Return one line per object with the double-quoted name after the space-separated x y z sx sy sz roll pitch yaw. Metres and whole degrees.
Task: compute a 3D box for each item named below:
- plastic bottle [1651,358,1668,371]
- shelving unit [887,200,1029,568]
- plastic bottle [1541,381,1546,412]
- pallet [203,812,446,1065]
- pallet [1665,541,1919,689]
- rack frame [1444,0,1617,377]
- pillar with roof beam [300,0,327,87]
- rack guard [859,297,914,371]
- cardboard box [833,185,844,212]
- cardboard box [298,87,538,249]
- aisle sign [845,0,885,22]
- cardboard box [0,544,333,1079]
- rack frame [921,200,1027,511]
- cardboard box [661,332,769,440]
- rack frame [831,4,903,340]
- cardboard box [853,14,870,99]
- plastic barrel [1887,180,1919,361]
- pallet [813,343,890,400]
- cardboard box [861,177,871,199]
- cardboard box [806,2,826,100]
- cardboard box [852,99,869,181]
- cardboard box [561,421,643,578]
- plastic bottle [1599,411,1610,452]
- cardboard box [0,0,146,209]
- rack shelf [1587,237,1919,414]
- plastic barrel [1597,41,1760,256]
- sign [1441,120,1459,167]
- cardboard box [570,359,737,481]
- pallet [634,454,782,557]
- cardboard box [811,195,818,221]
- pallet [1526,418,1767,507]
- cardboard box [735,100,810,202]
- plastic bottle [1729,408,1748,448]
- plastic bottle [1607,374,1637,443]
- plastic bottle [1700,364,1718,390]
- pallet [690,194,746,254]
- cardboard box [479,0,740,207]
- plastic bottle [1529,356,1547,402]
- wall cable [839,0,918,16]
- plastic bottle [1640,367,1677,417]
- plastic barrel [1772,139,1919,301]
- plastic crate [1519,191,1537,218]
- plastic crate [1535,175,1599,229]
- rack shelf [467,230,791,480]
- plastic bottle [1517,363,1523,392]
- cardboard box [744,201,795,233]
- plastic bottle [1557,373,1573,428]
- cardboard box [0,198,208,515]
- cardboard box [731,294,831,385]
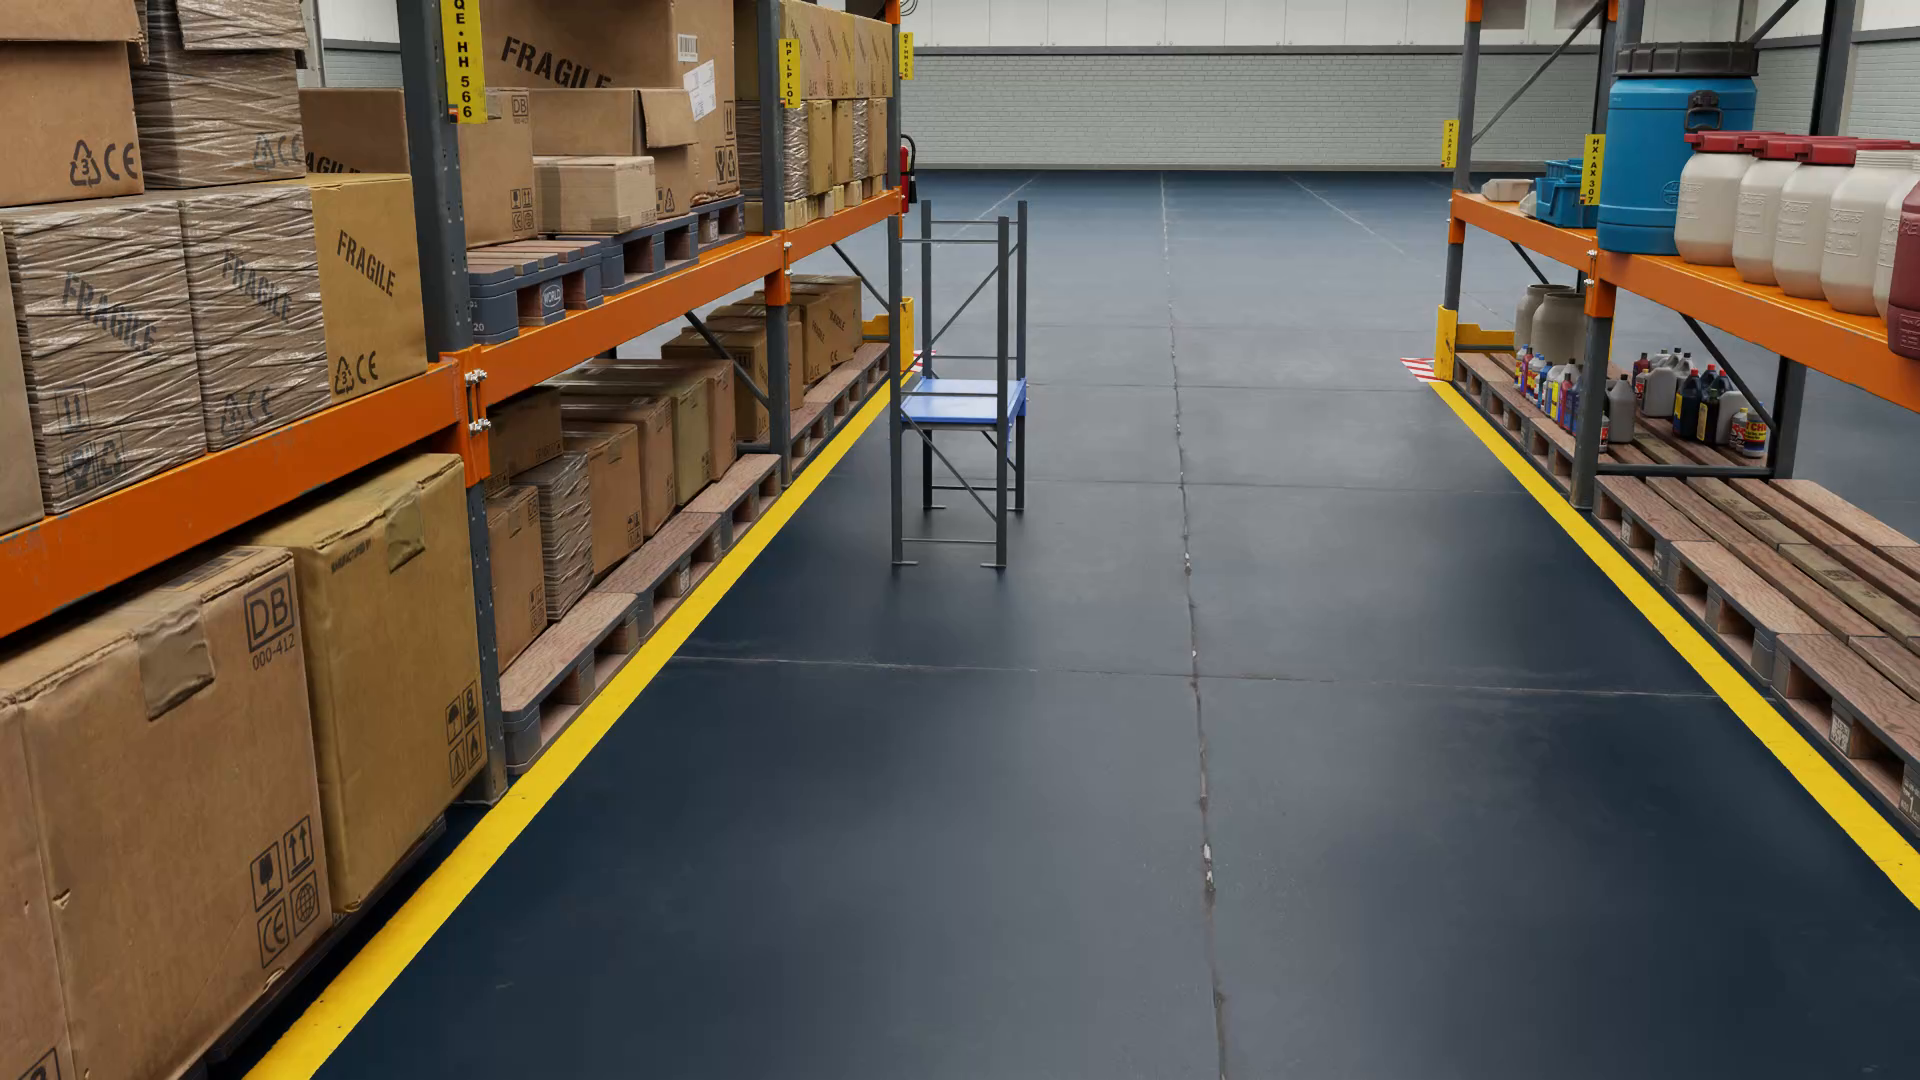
4.144 -0.940 9.766 0.152 0.276 0.135 1 15 5 "plastic bottle"
0.010 -0.746 7.548 0.538 1.500 1.048 2 15 6 "shelving unit"
3.389 -0.839 9.535 0.097 0.201 0.097 0 15 0 "plastic bottle"
-2.001 0.845 4.131 1.003 0.211 1.213 2 15 6 "pallet"
3.351 0.274 6.246 1.003 0.211 1.213 2 15 6 "pallet"
3.987 -2.632 11.649 1.000 3.000 0.127 2 15 6 "rack frame"
-9.702 -12.055 35.004 9.100 9.000 0.400 2 15 6 "pillar with roof beam"
-0.943 -1.552 12.442 1.175 0.500 0.348 2 15 6 "rack guard"
-0.906 -2.056 9.999 0.380 0.149 0.250 2 15 6 "cardboard box"
-1.852 -1.243 5.516 0.700 0.500 0.500 4 16 15 "cardboard box"
-0.629 -4.040 11.876 0.394 0.787 0.004 2 15 6 "aisle sign"
-2.043 0.529 3.224 1.225 0.875 0.875 2 15 6 "cardboard box"
0.067 -0.878 8.036 0.500 1.500 0.032 2 15 6 "rack frame"
-1.300 -0.839 9.003 0.500 0.500 0.500 1 15 5 "cardboard box"
-0.934 -2.778 12.189 1.000 3.000 0.127 2 15 6 "rack frame"
-0.860 -3.043 10.492 0.500 0.500 0.500 2 15 6 "cardboard box"
2.836 -0.752 4.436 0.600 0.536 0.708 2 15 6 "plastic barrel"
-1.069 -1.202 11.705 1.003 0.211 1.213 2 15 6 "pallet"
-0.810 -2.381 11.203 0.380 0.149 0.250 2 15 6 "cardboard box"
-1.027 -2.654 9.053 0.500 0.500 0.500 2 15 6 "cardboard box"
-1.060 -2.566 10.645 0.875 0.500 0.500 2 15 6 "cardboard box"
-1.674 -0.175 6.507 0.700 0.500 0.500 3 15 11 "cardboard box"
3.267 -0.559 8.502 0.097 0.201 0.097 0 15 0 "plastic bottle"
-2.012 -0.877 3.047 0.797 0.503 0.637 2 15 8 "cardboard box"
3.310 -0.729 5.988 1.077 0.370 4.000 2 15 6 "rack shelf"
3.191 -1.745 7.410 0.600 0.901 0.708 2 15 6 "plastic barrel"
3.441 -2.783 11.677 0.100 0.325 0.005 2 15 6 "sign"
-1.476 -0.588 8.034 0.700 0.500 0.500 1 15 2 "cardboard box"
-1.472 -0.192 7.969 1.003 0.211 1.213 2 15 6 "pallet"
-1.002 -1.861 9.280 0.380 0.149 0.250 2 15 6 "cardboard box"
3.653 -0.421 8.816 1.003 0.211 1.213 2 15 6 "pallet"
-1.273 -2.047 8.725 0.875 0.500 0.500 2 15 6 "cardboard box"
4.030 -0.579 8.573 0.097 0.201 0.097 0 15 0 "plastic bottle"
3.466 -0.700 8.734 0.144 0.351 0.185 2 15 6 "plastic bottle"
4.061 -0.774 9.011 0.144 0.351 0.185 1 15 4 "plastic bottle"
-1.616 -1.454 7.660 1.003 0.211 1.213 2 15 6 "pallet"
-1.614 -2.031 7.472 1.000 1.000 1.000 2 15 7 "cardboard box"
3.423 -0.951 9.818 0.097 0.271 0.097 0 15 0 "plastic bottle"
-2.225 -15.821 42.416 2.305 6.003 0.169 2 15 6 "wall cable"
3.959 -0.846 9.421 0.152 0.276 0.135 2 15 6 "plastic bottle"
3.079 -1.116 5.782 0.433 0.535 0.433 0 15 0 "plastic barrel"
3.468 -1.896 9.432 0.530 0.136 0.437 2 15 6 "plastic crate"
3.391 -1.818 8.923 0.499 0.251 0.616 2 15 6 "plastic crate"
-1.611 -0.874 6.528 1.077 0.370 4.000 2 15 6 "rack shelf"
3.461 -1.006 10.153 0.097 0.201 0.097 0 15 0 "plastic bottle"
-1.062 -1.666 8.558 0.380 0.149 0.250 2 15 6 "cardboard box"
3.321 -0.764 9.104 0.061 0.283 0.133 3 15 10 "plastic bottle"
-1.764 -0.352 3.026 0.500 0.500 0.500 1 15 4 "cardboard box"
-1.144 -1.295 10.688 0.500 0.500 0.500 3 15 11 "cardboard box"
